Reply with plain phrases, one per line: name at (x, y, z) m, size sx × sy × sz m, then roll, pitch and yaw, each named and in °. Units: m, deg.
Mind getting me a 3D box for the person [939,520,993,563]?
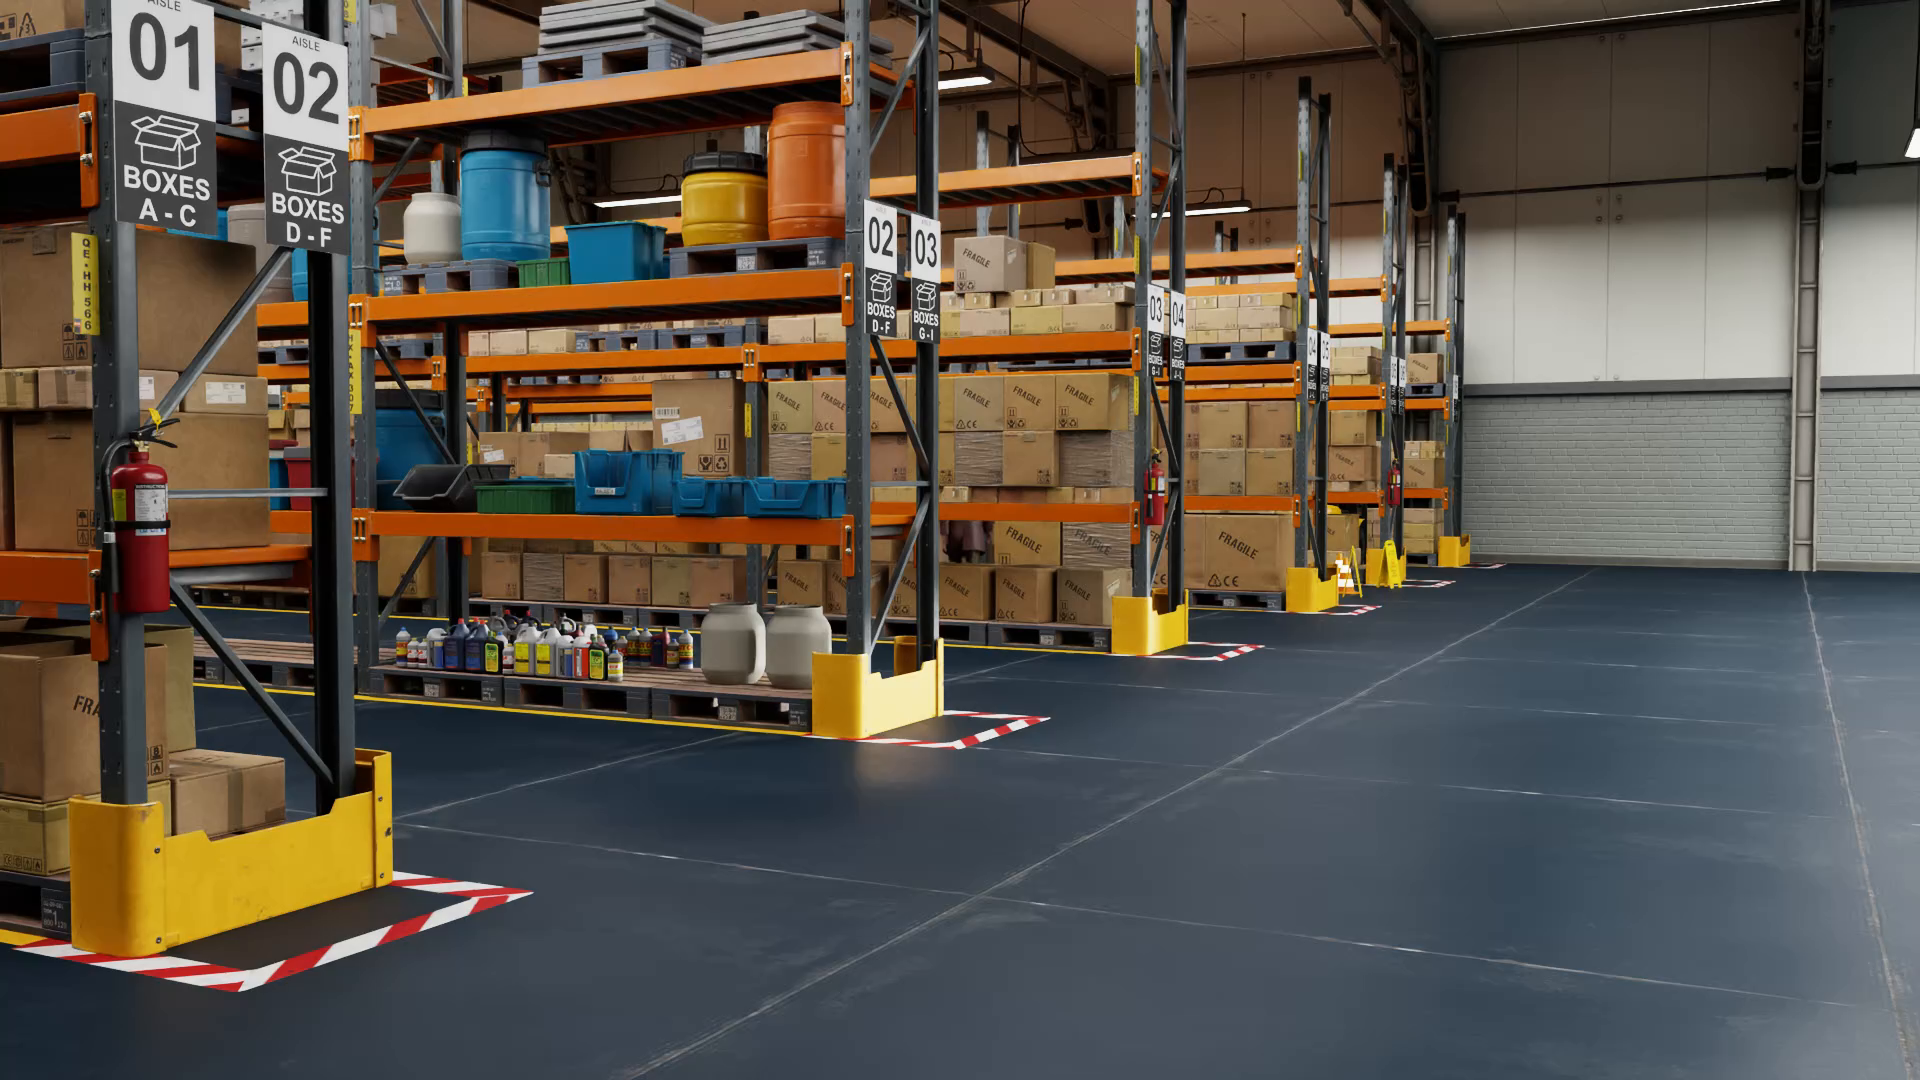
person at (0.071, -0.069, 18.771) m, size 0.621 × 1.738 × 1.006 m, roll 0°, pitch 2°, yaw -1°
